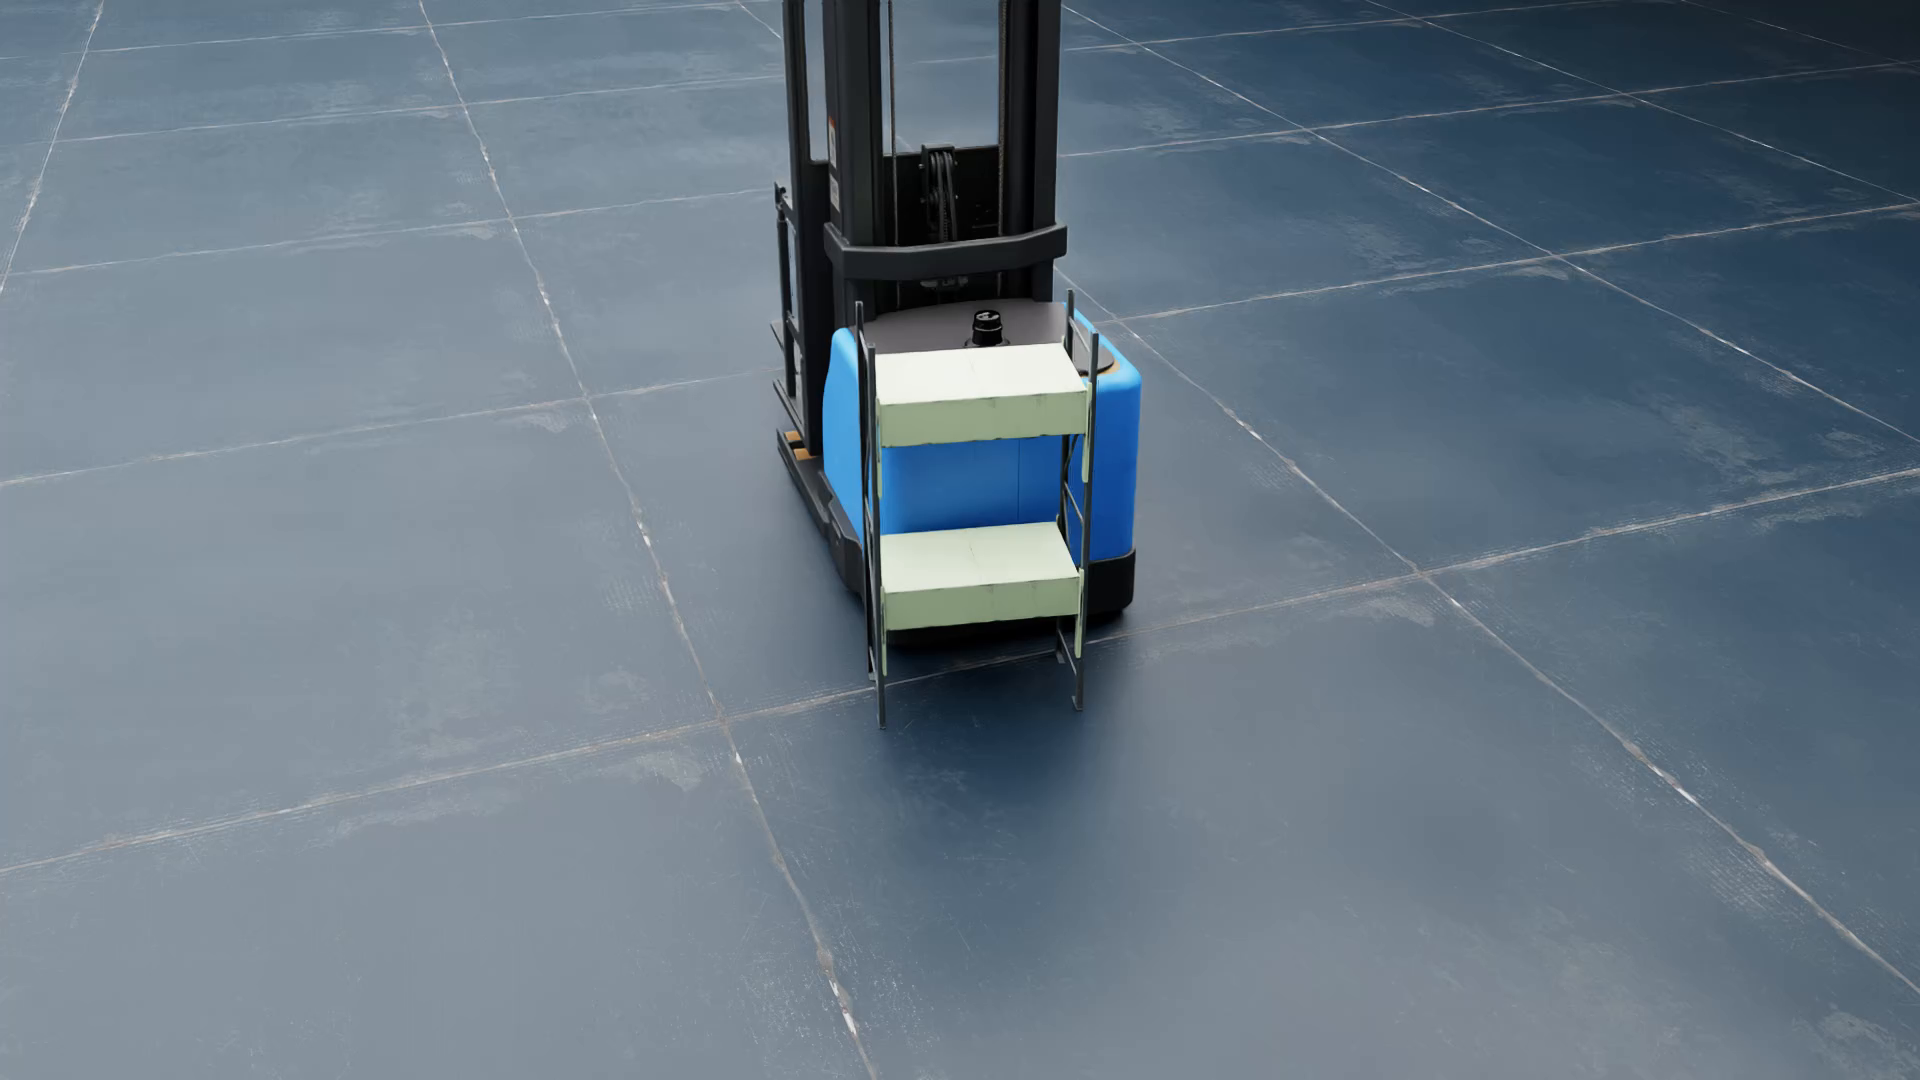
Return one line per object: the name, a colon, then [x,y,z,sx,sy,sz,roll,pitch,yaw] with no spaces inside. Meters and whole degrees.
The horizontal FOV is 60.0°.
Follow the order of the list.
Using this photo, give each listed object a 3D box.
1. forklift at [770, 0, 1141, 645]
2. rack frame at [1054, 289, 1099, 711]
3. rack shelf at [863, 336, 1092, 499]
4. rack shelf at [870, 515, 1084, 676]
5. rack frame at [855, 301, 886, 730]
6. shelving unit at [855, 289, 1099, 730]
forklift: [-0.230,-1.584,7.070,1.130,2.935,3.031,-9,31,-15]
rack frame: [0.410,-0.118,5.941,0.023,1.500,0.400,-5,30,-8]
rack shelf: [0.049,-0.428,5.697,0.720,0.370,0.431,-5,30,-8]
rack shelf: [0.049,0.195,6.052,0.720,0.370,0.431,-5,30,-8]
rack frame: [-0.313,-0.059,5.839,0.023,1.500,0.400,-5,30,-8]
shelving unit: [0.049,-0.088,5.890,0.755,1.500,0.431,-5,30,-8]
